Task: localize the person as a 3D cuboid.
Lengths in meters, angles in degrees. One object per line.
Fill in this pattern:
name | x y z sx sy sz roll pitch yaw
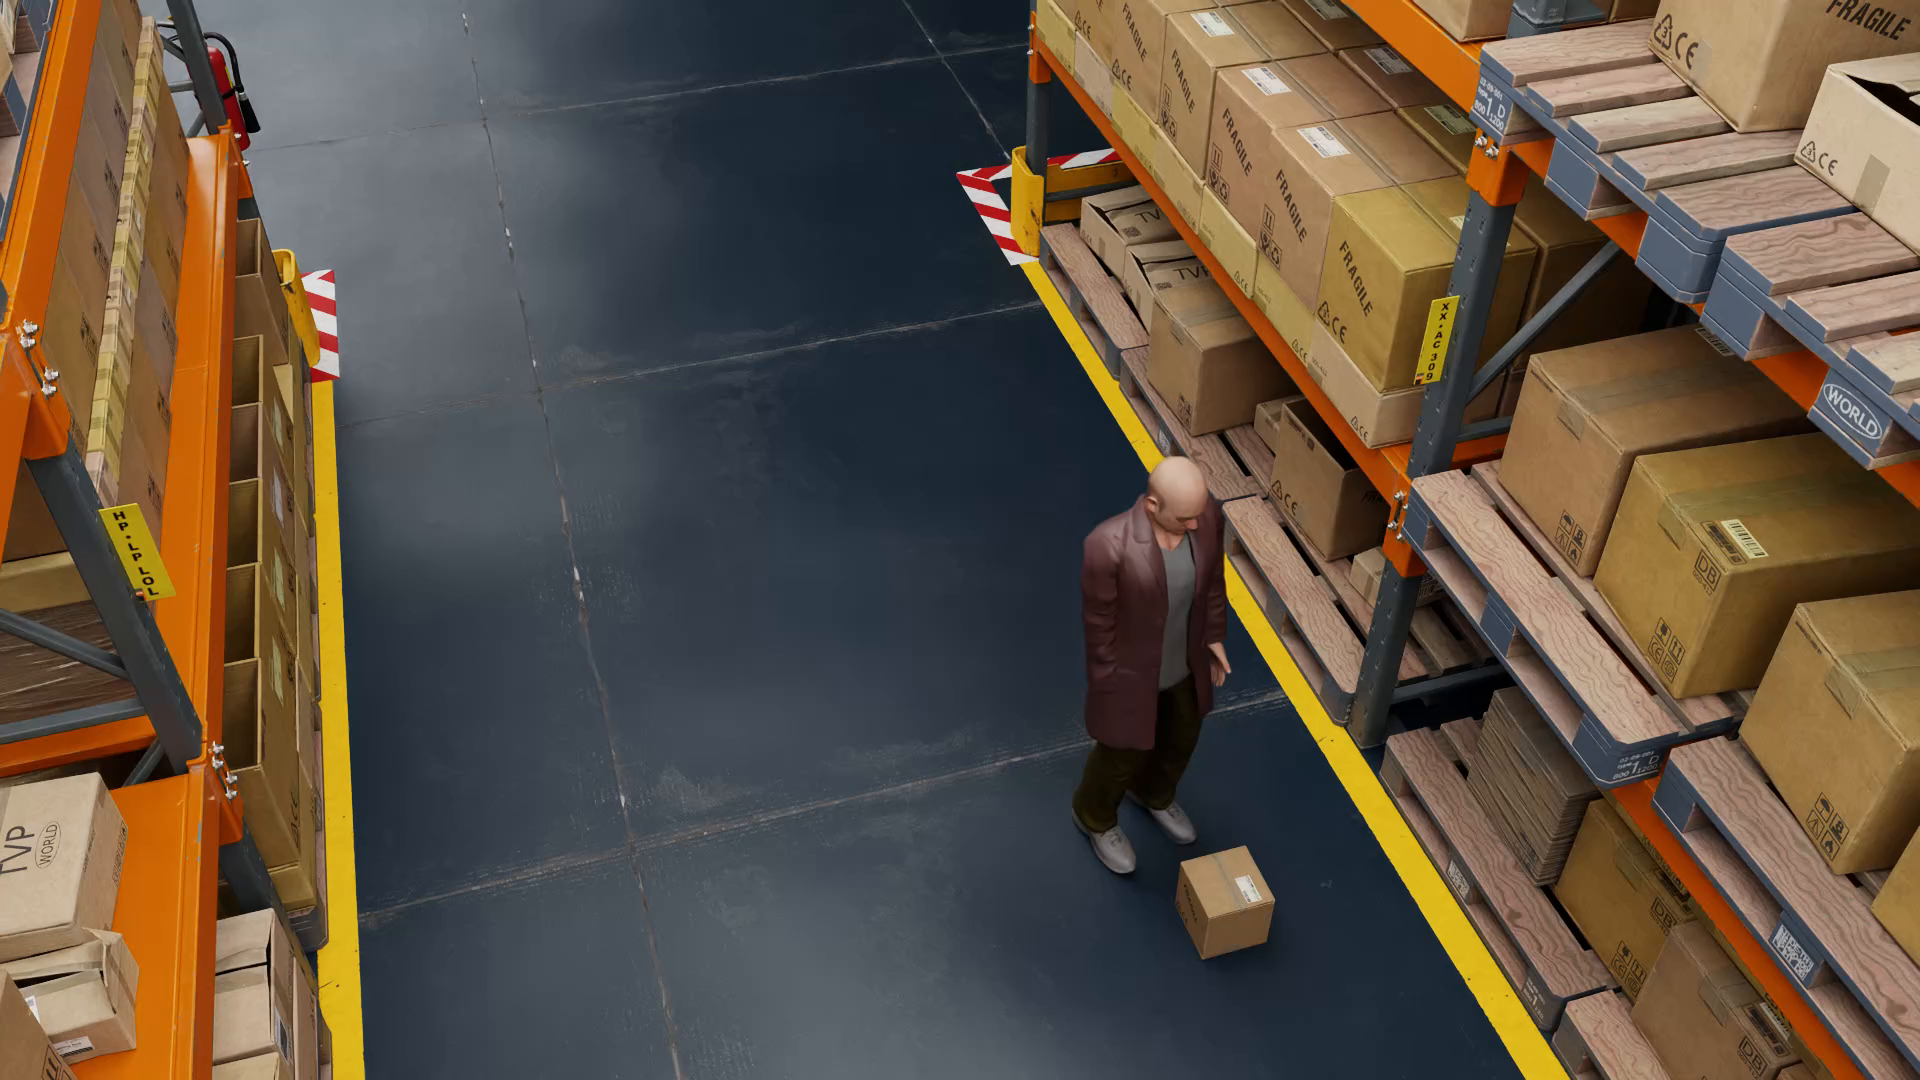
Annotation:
person | 0.674 0.422 5.712 0.565 1.770 0.379 -22 46 -23
